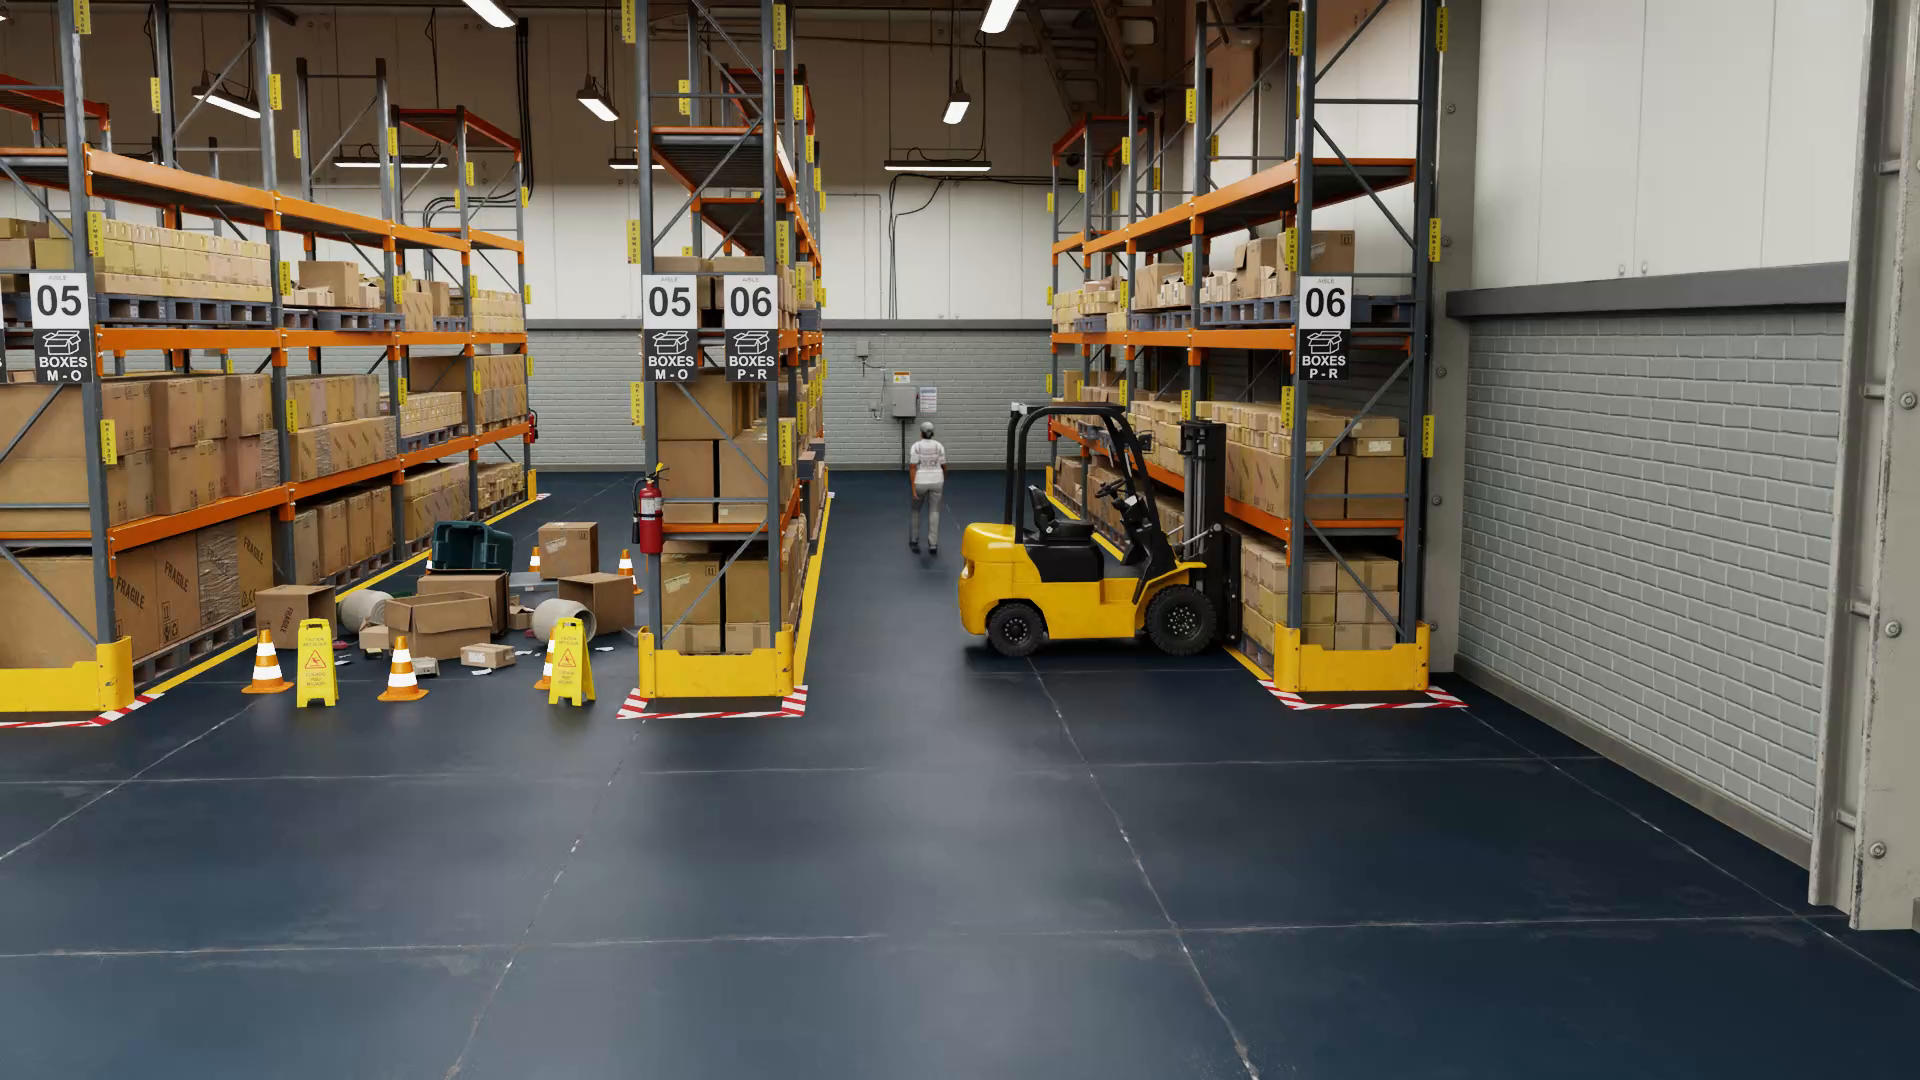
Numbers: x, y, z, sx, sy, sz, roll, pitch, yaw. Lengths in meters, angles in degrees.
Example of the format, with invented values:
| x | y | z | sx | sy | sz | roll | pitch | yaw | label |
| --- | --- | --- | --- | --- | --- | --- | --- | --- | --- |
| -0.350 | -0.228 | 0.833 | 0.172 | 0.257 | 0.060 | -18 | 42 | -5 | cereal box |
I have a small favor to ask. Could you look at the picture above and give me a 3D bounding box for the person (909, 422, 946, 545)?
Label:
| x | y | z | sx | sy | sz | roll | pitch | yaw | label |
| --- | --- | --- | --- | --- | --- | --- | --- | --- | --- |
| -0.421 | -0.750 | 21.465 | 0.490 | 1.555 | 0.729 | -1 | 7 | -6 | person |
